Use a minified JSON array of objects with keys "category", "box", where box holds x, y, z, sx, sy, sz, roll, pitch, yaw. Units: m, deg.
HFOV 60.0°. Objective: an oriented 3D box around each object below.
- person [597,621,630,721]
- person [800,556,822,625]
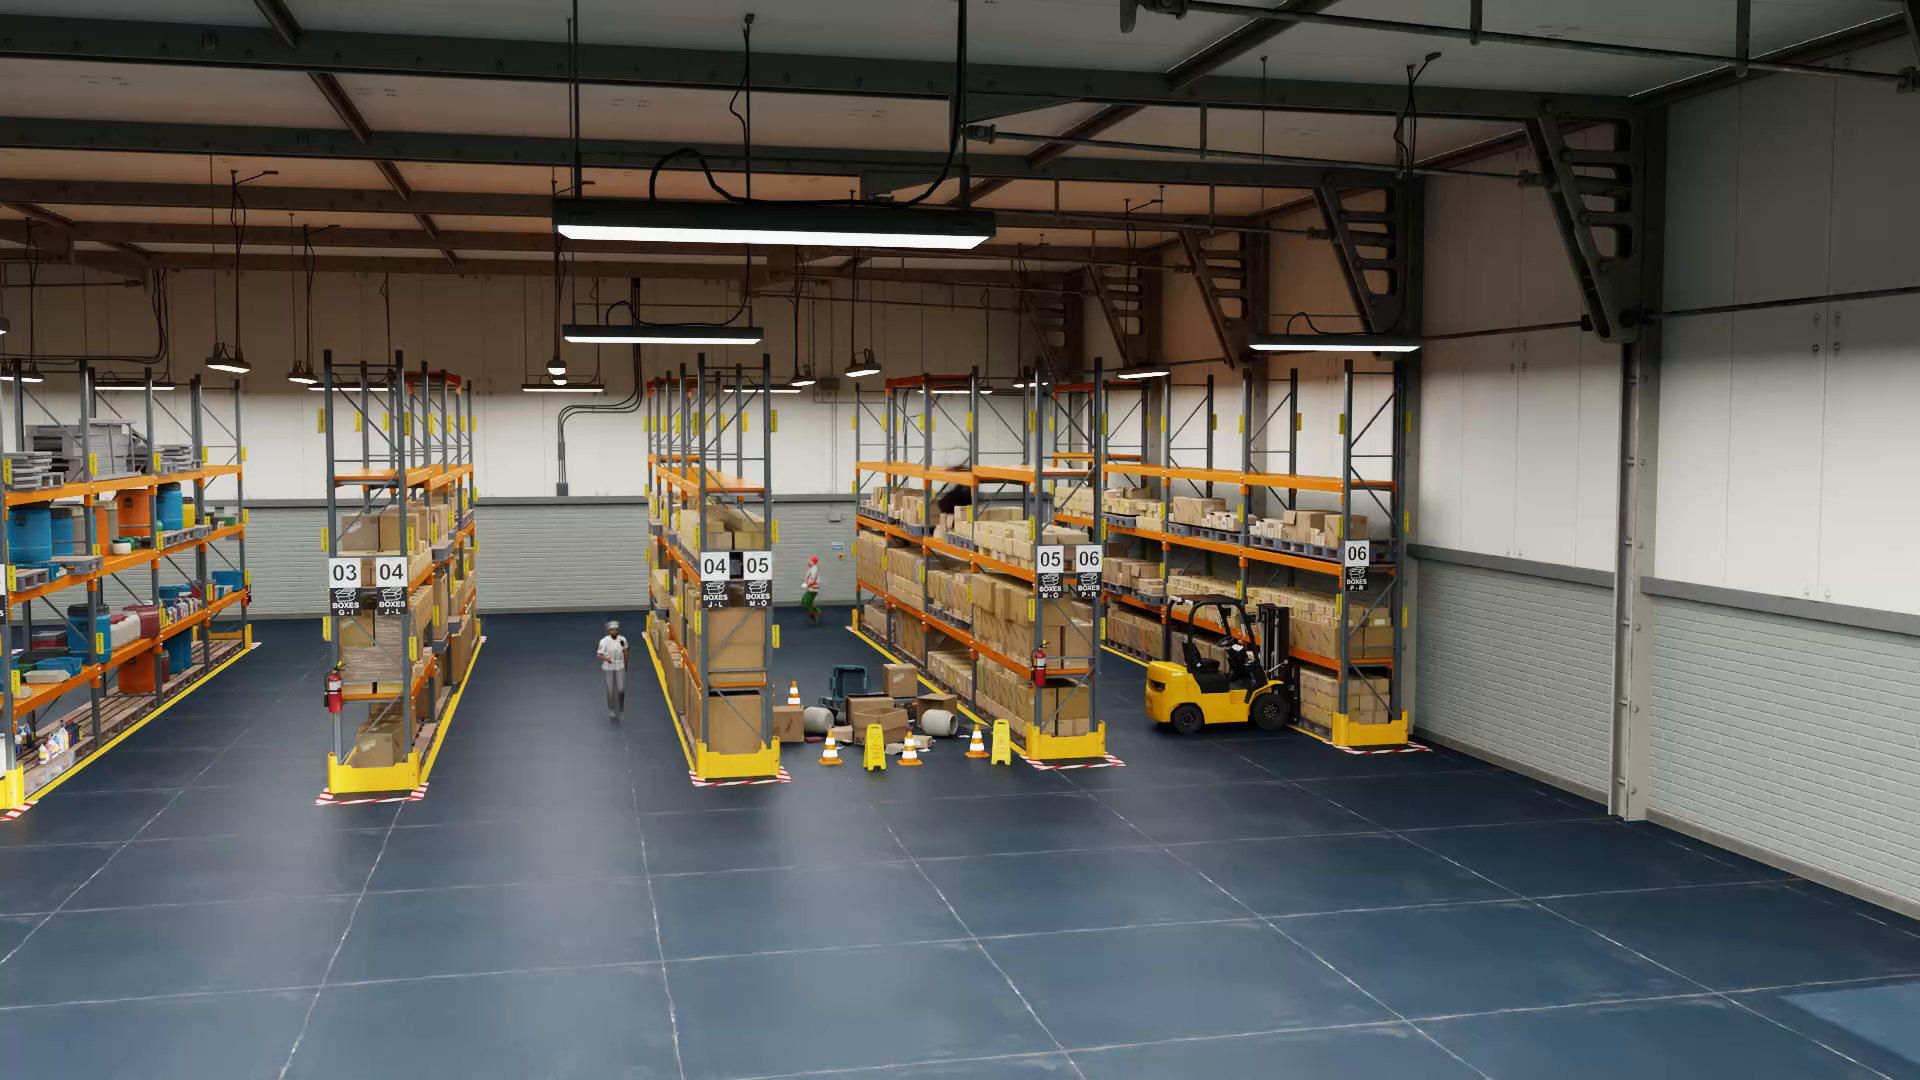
[{"category":"person","box":[-5.847,2.221,28.125,0.572,1.721,0.697,-1,4,-17]},{"category":"person","box":[-3.706,1.251,41.483,0.555,1.725,0.709,-1,4,-8]}]
